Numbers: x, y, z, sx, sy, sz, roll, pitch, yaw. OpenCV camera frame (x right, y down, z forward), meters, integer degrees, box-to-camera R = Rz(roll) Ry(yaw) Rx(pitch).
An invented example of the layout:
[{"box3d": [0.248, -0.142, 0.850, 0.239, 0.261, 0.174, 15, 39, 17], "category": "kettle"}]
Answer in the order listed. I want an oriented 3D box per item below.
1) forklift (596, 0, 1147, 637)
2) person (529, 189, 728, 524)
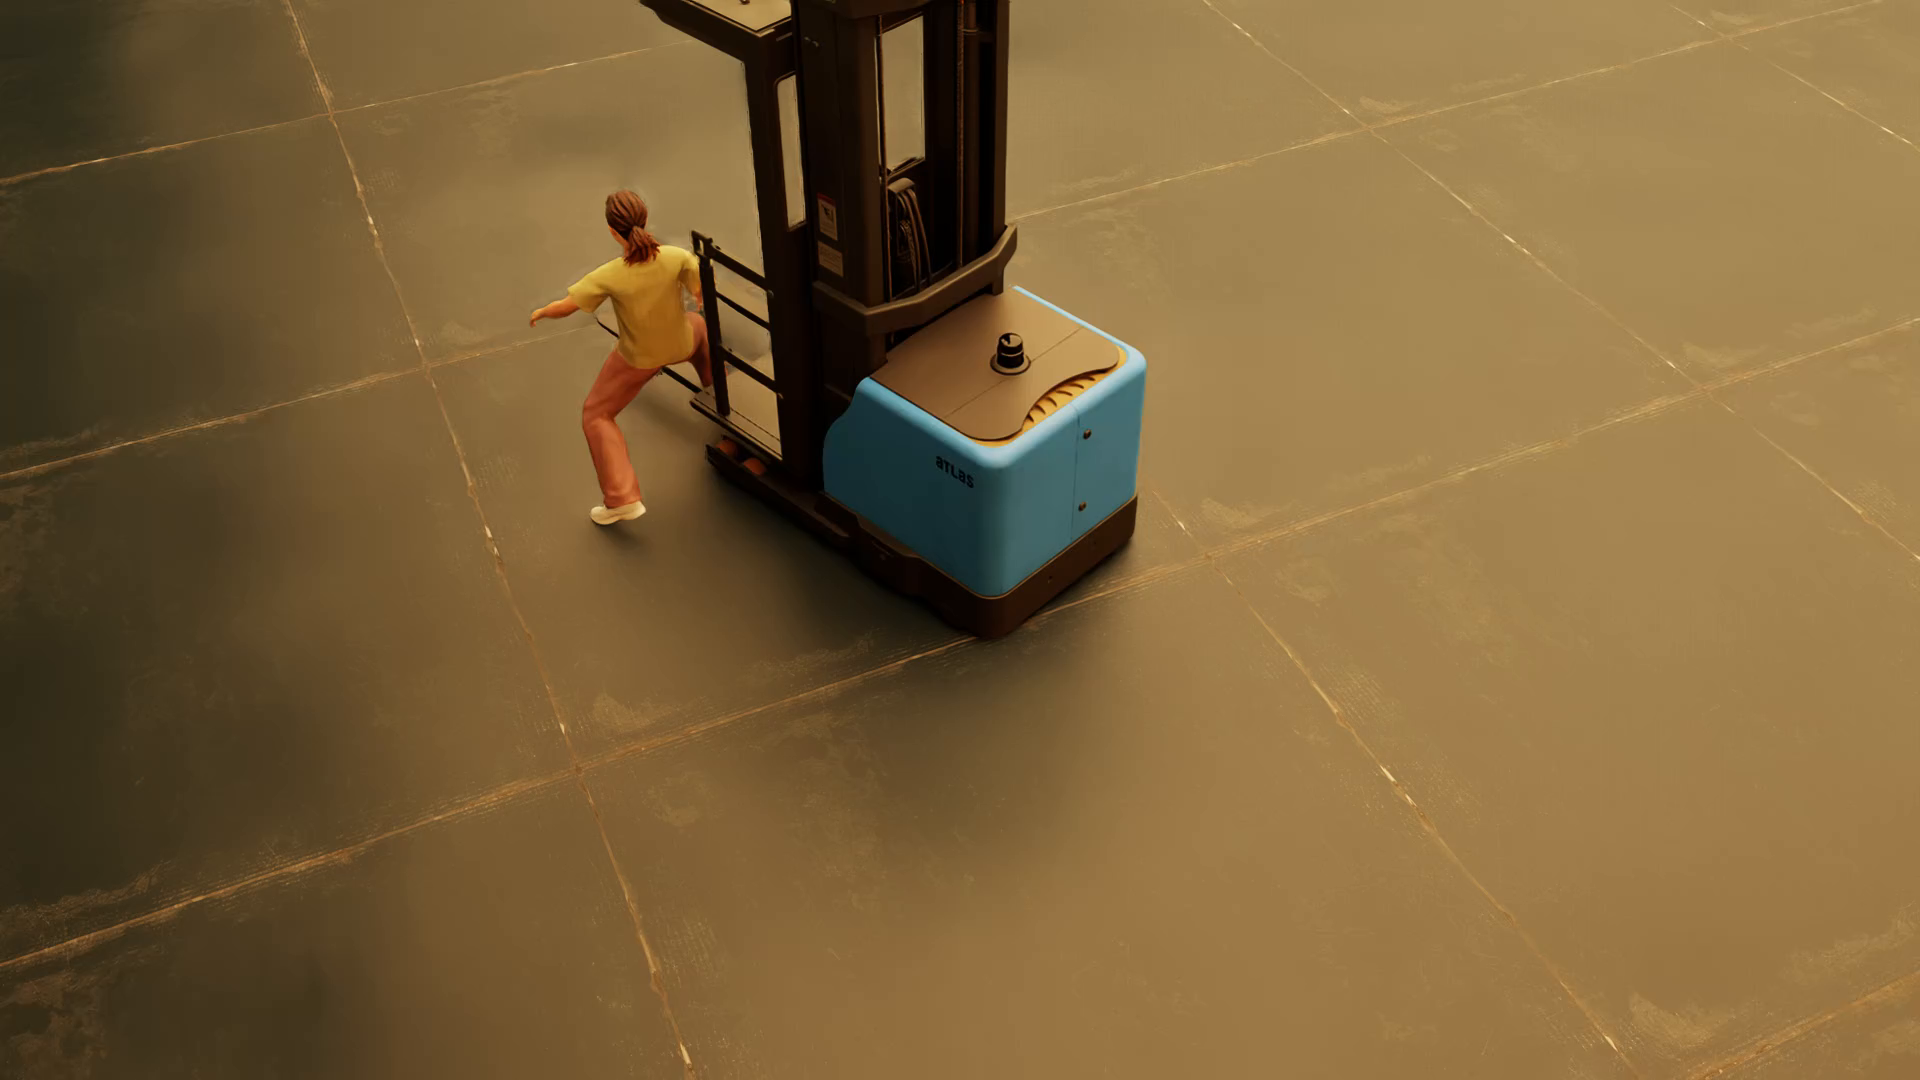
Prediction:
[{"box3d": [-0.596, -1.535, 7.325, 3.031, 2.935, 1.130, 33, 52, 30], "category": "forklift"}, {"box3d": [-1.477, -0.957, 7.723, 0.933, 1.555, 0.897, -19, 46, -19], "category": "person"}]
